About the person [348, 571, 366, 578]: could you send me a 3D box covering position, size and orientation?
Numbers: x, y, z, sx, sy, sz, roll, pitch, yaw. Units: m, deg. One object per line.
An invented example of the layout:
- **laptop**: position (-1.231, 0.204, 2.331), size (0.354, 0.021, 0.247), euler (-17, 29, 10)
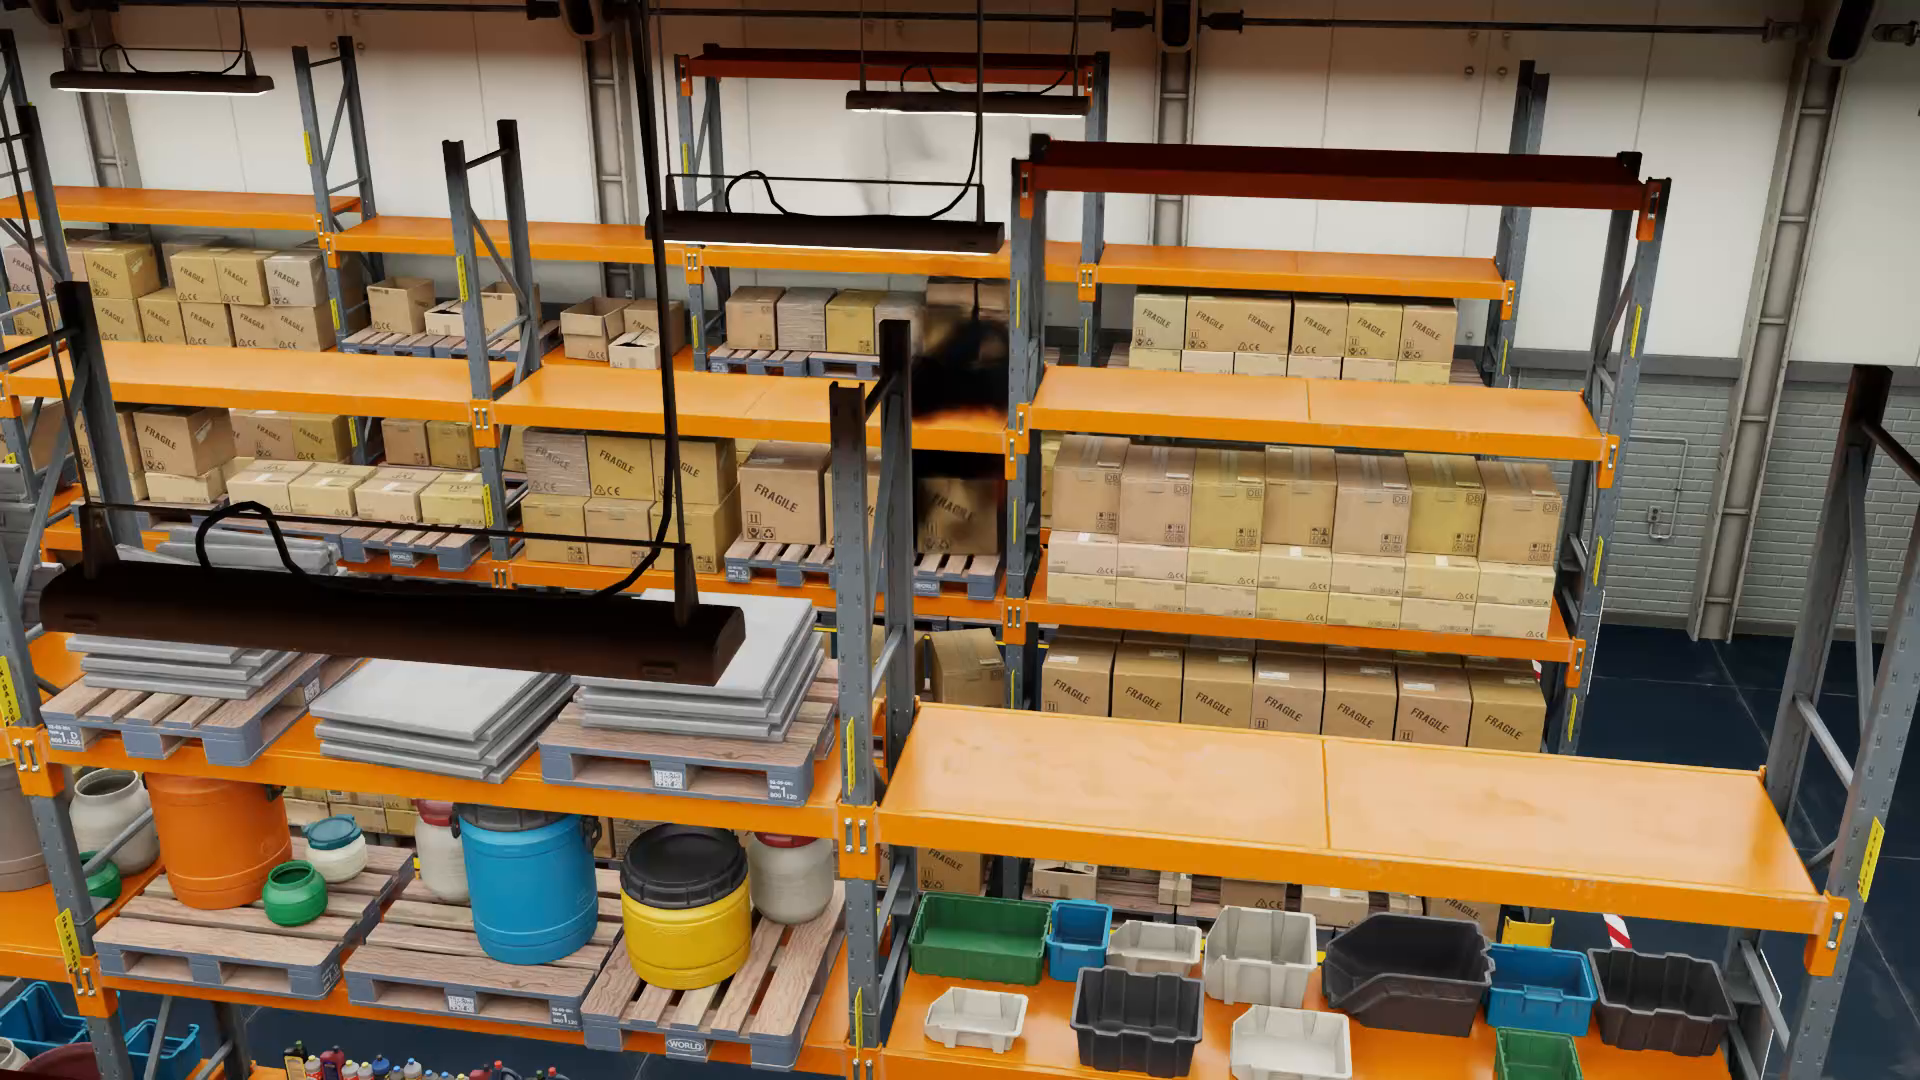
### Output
- **person**: position (-5.618, 1.010, 15.992), size (0.646, 1.605, 0.644), euler (2, 23, 4)
